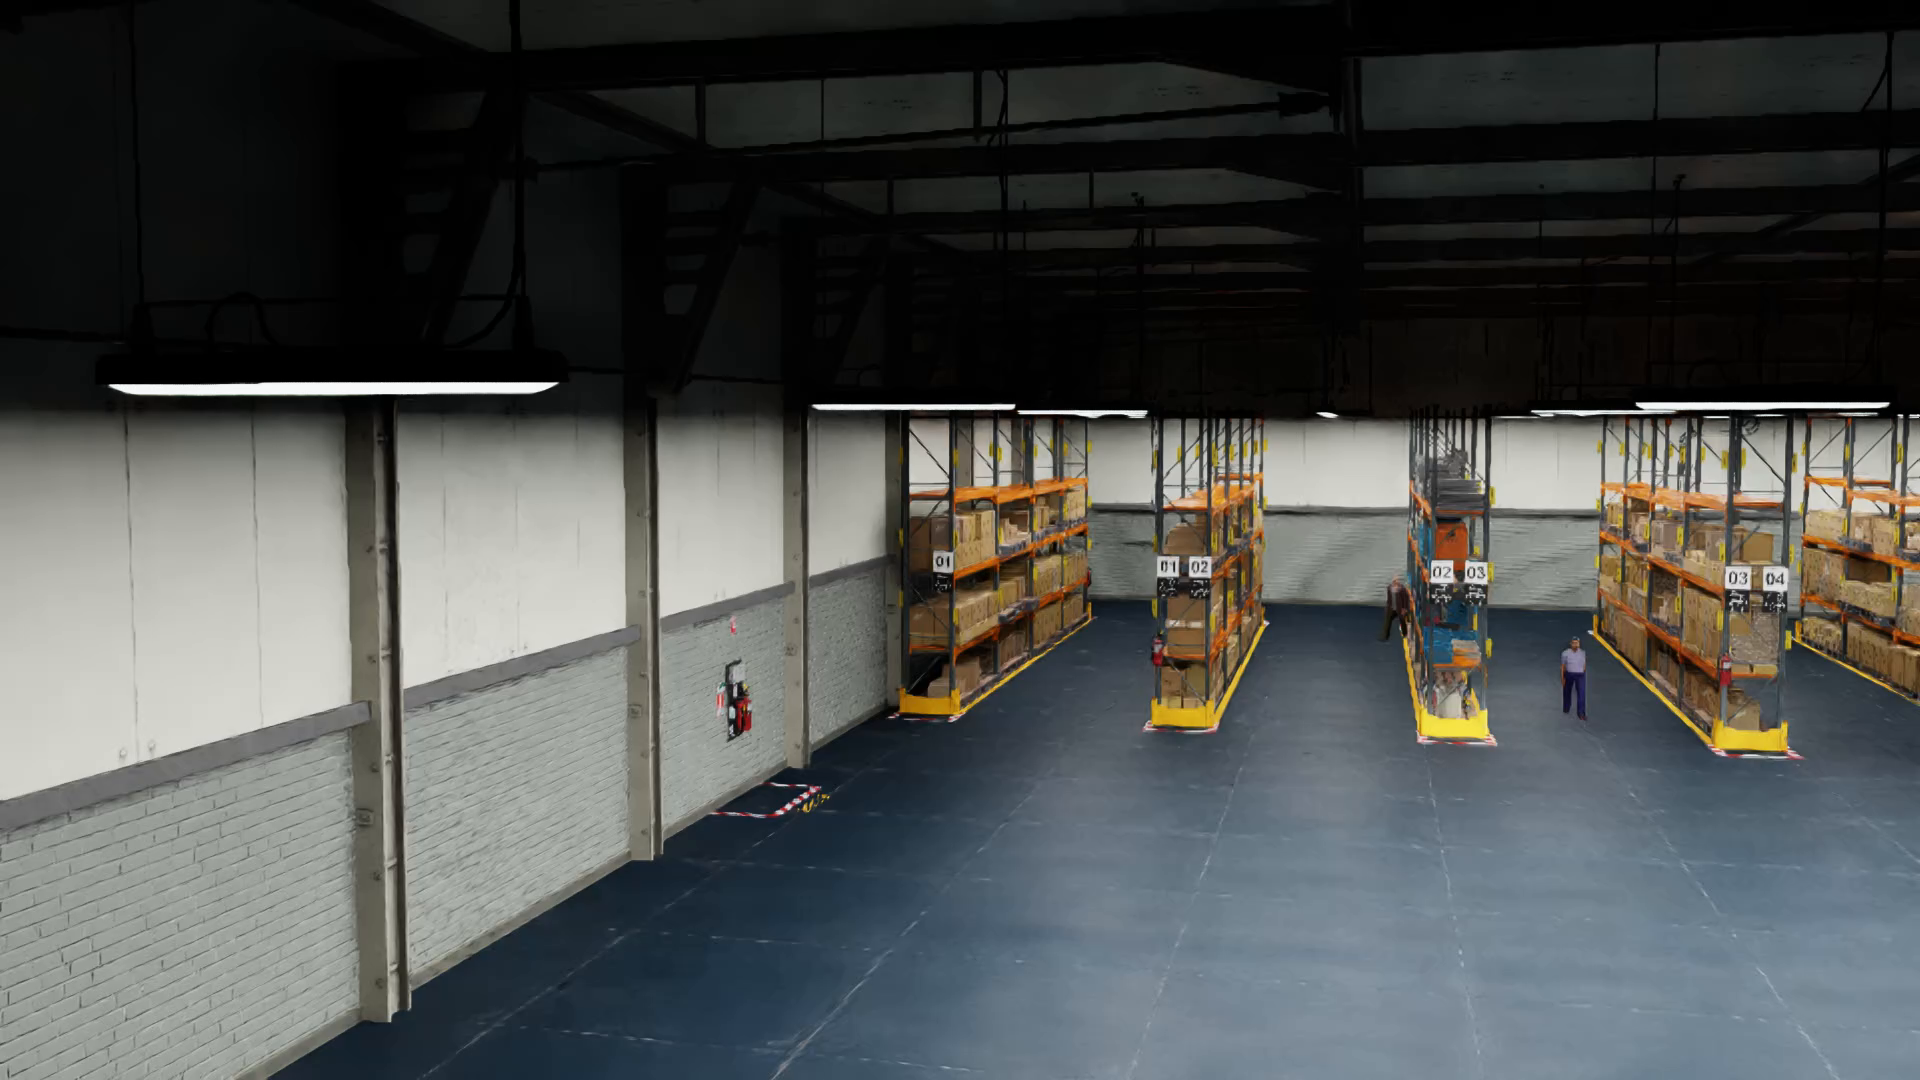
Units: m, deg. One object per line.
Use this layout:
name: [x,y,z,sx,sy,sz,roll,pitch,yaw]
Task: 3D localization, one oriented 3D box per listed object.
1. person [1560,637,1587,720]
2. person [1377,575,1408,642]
person: [11.804,2.642,32.002,0.479,1.544,1.090,1,4,16]
person: [11.286,1.809,43.086,0.624,1.645,1.012,4,5,41]
